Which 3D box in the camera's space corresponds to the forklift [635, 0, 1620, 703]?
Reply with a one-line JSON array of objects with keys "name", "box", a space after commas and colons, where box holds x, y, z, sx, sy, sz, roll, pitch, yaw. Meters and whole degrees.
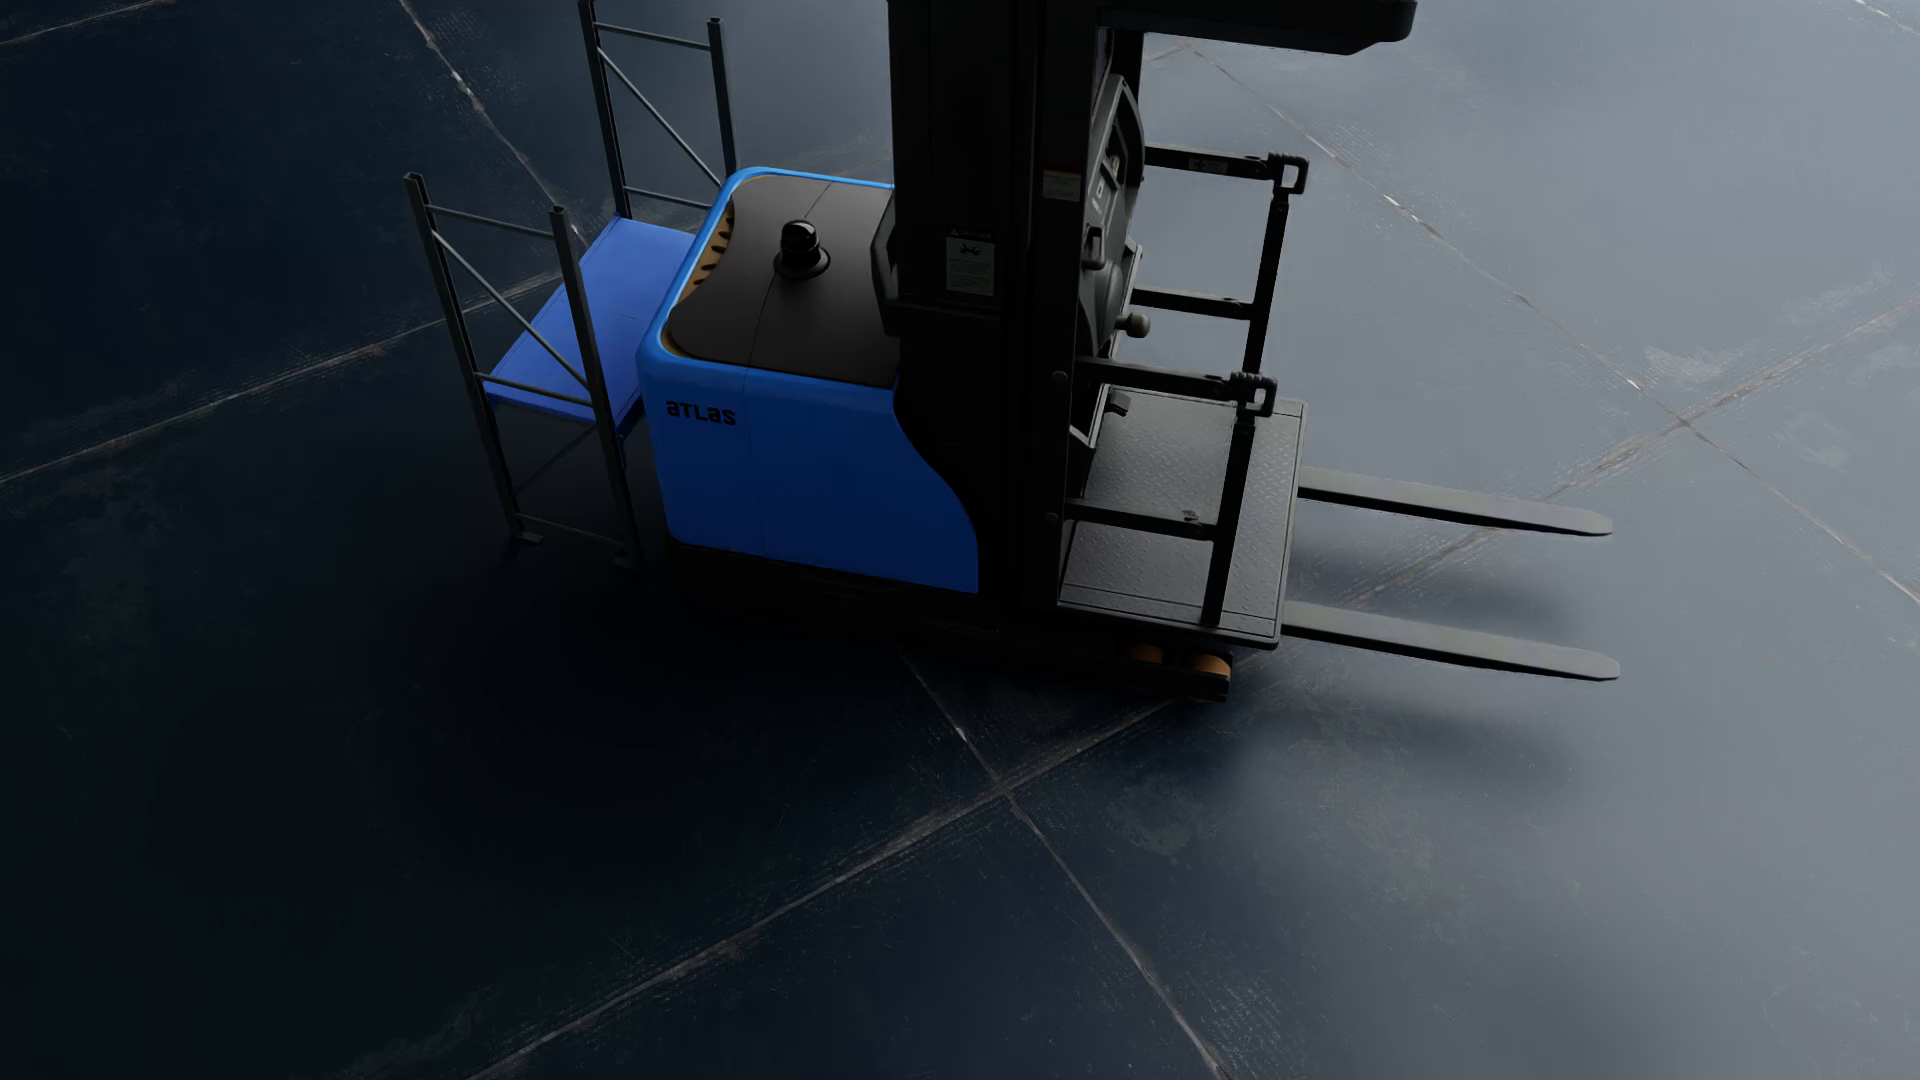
[{"name": "forklift", "box": [0.610, -0.896, 4.585, 3.031, 2.935, 1.130, 10, 49, 8]}]

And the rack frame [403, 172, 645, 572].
[{"name": "rack frame", "box": [-1.315, -0.462, 5.157, 0.500, 1.500, 0.032, 15, 50, 13]}]

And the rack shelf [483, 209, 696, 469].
[{"name": "rack shelf", "box": [-1.147, -0.700, 5.610, 0.538, 0.185, 1.000, 15, 50, 13]}]

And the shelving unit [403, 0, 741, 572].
[{"name": "shelving unit", "box": [-1.147, -0.820, 5.476, 0.538, 1.500, 1.048, 15, 50, 13]}]

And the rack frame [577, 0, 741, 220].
[{"name": "rack frame", "box": [-0.979, -1.178, 5.795, 0.500, 1.500, 0.032, 15, 50, 13]}]
